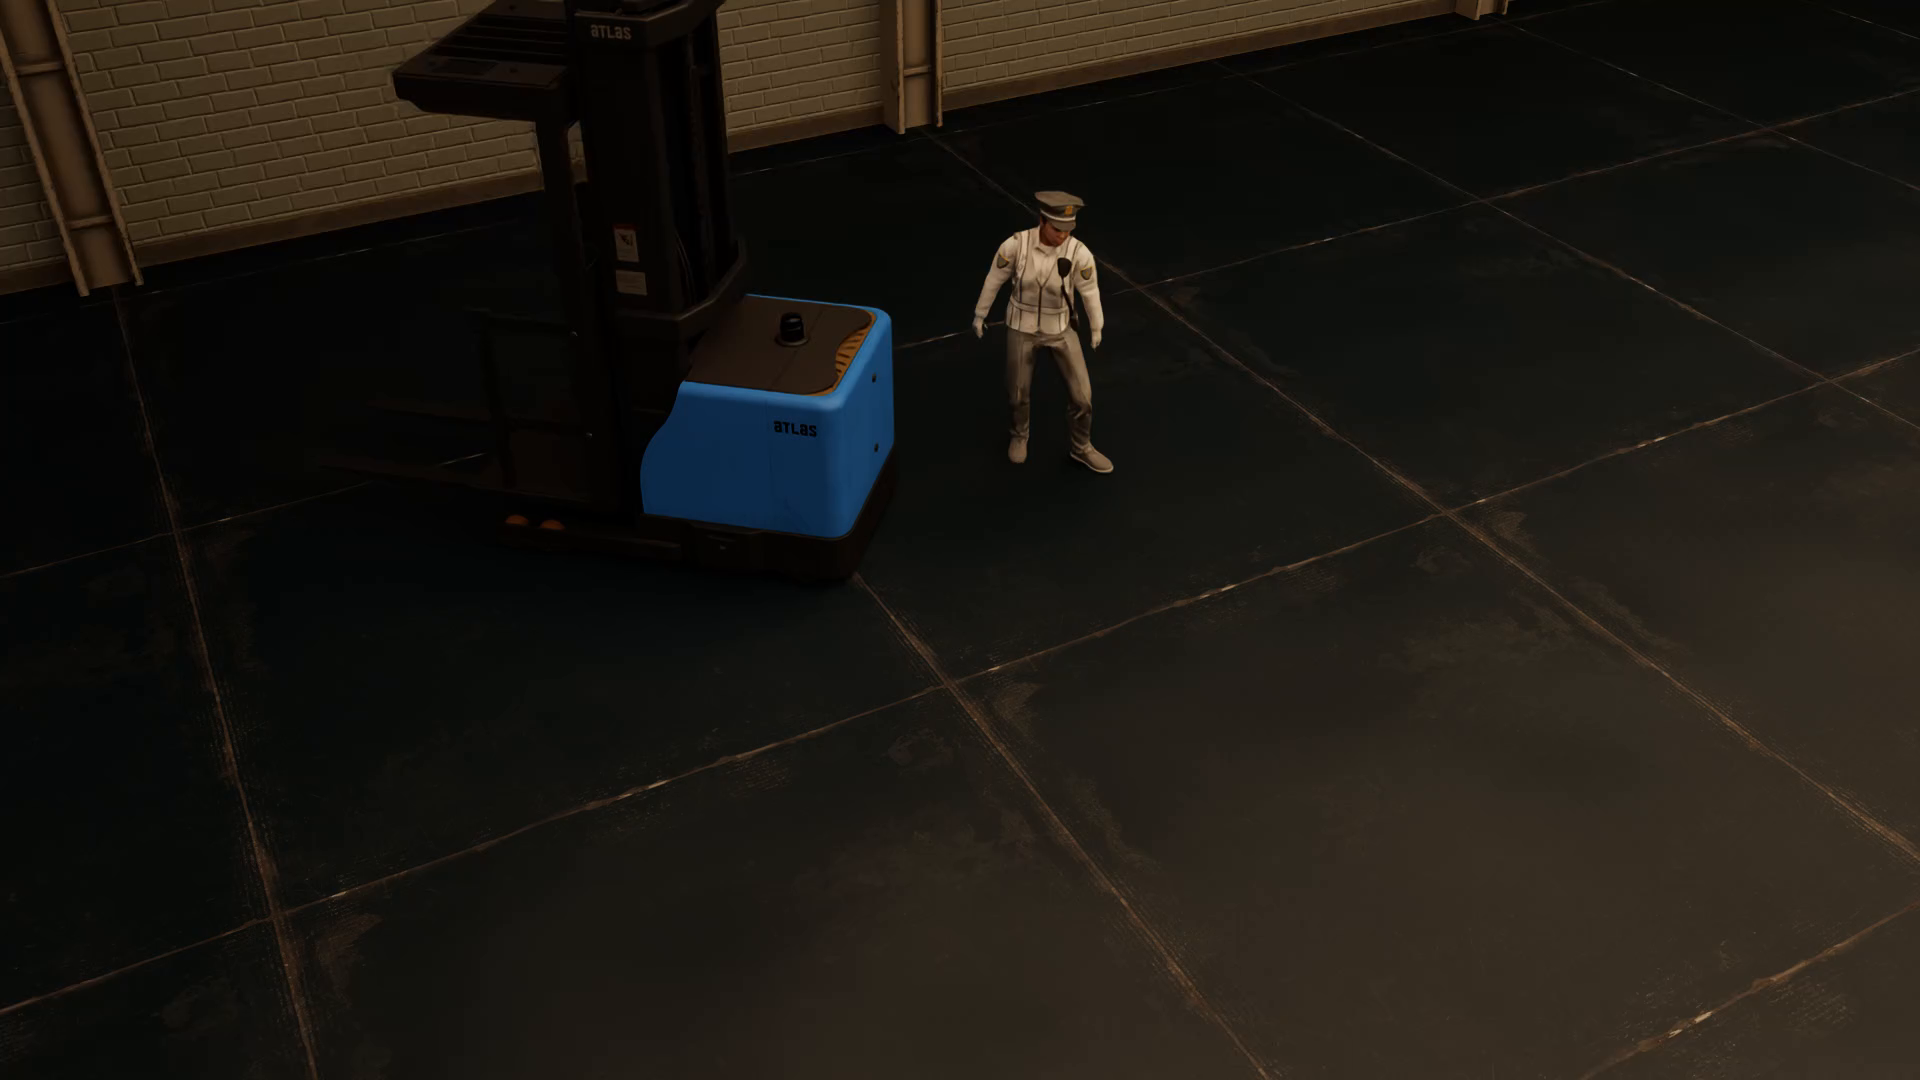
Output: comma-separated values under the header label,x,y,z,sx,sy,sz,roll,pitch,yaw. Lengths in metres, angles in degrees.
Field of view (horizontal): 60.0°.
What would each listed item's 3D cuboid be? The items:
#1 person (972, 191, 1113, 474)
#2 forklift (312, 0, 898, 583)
label,x,y,z,sx,sy,sz,roll,pitch,yaw
person,0.458,-1.108,8.846,0.806,1.640,0.413,4,35,6
forklift,-1.908,-1.422,8.135,3.031,2.935,1.130,8,36,11
